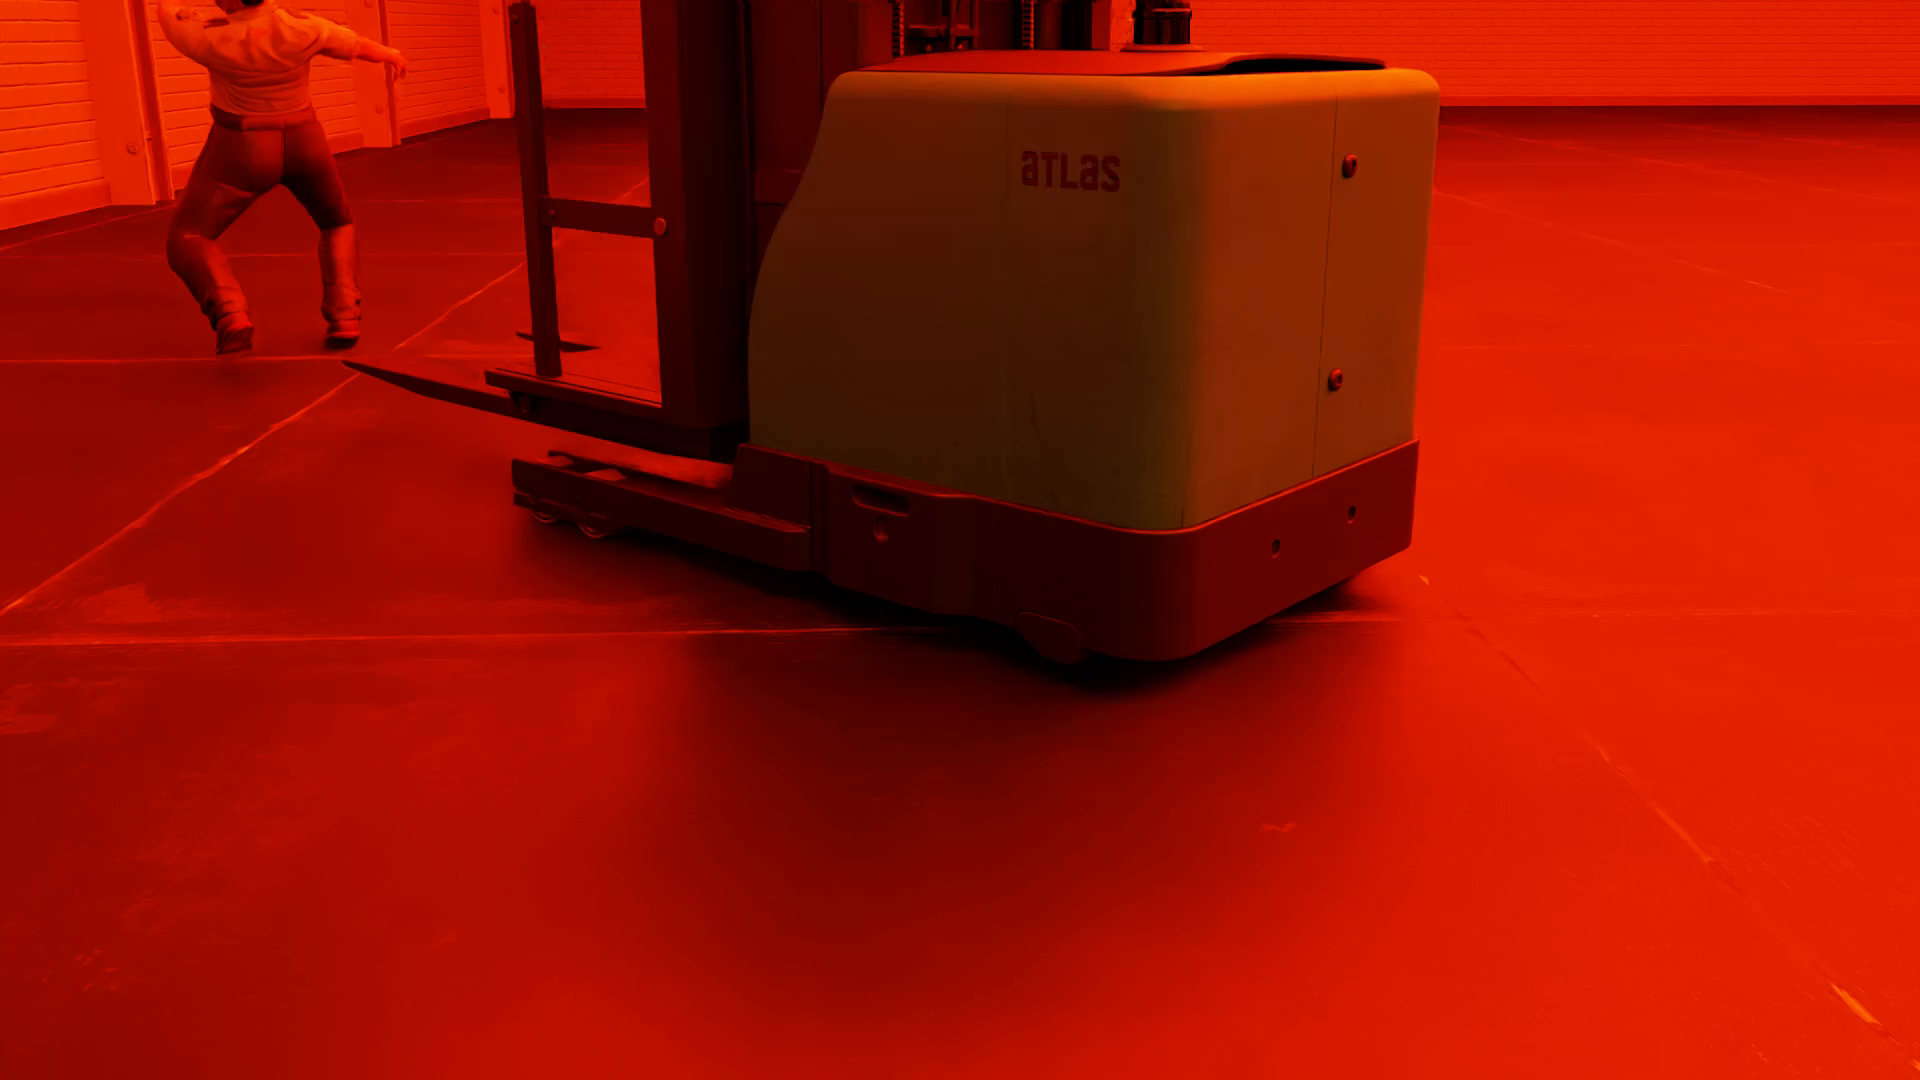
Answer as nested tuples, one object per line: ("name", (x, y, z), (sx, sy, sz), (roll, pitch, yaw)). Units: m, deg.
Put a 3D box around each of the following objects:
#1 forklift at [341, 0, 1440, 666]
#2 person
("forklift", (-0.457, -1.507, 3.835), (3.031, 2.935, 1.130), (14, 22, 38))
("person", (-2.435, -1.426, 6.125), (0.697, 1.419, 1.004), (15, 23, 41))
